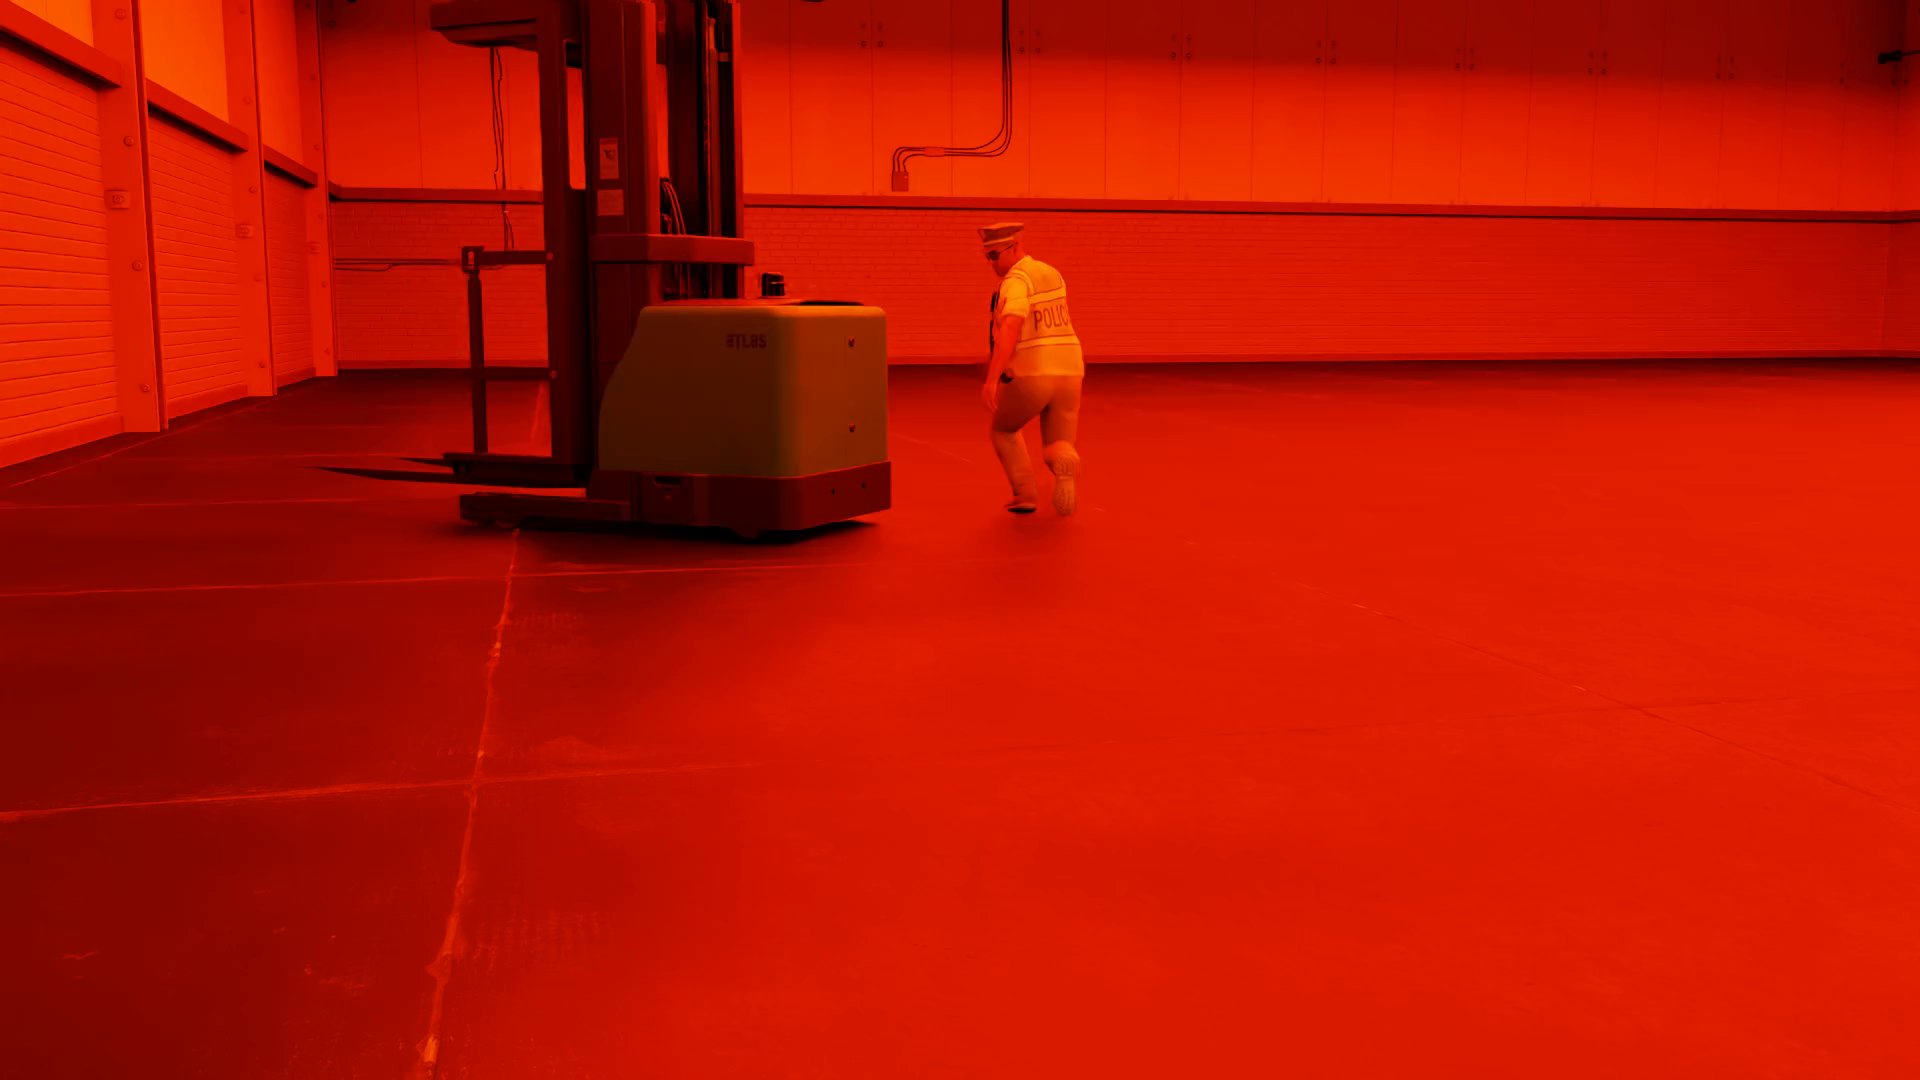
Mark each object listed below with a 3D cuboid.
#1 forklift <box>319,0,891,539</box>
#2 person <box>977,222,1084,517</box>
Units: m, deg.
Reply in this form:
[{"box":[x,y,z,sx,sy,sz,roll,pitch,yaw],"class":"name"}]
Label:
[{"box":[-1.904,-1.570,8.350,3.031,2.935,1.130,4,9,25],"class":"forklift"},{"box":[0.341,-0.874,8.640,0.654,1.528,0.830,-4,9,-29],"class":"person"}]
